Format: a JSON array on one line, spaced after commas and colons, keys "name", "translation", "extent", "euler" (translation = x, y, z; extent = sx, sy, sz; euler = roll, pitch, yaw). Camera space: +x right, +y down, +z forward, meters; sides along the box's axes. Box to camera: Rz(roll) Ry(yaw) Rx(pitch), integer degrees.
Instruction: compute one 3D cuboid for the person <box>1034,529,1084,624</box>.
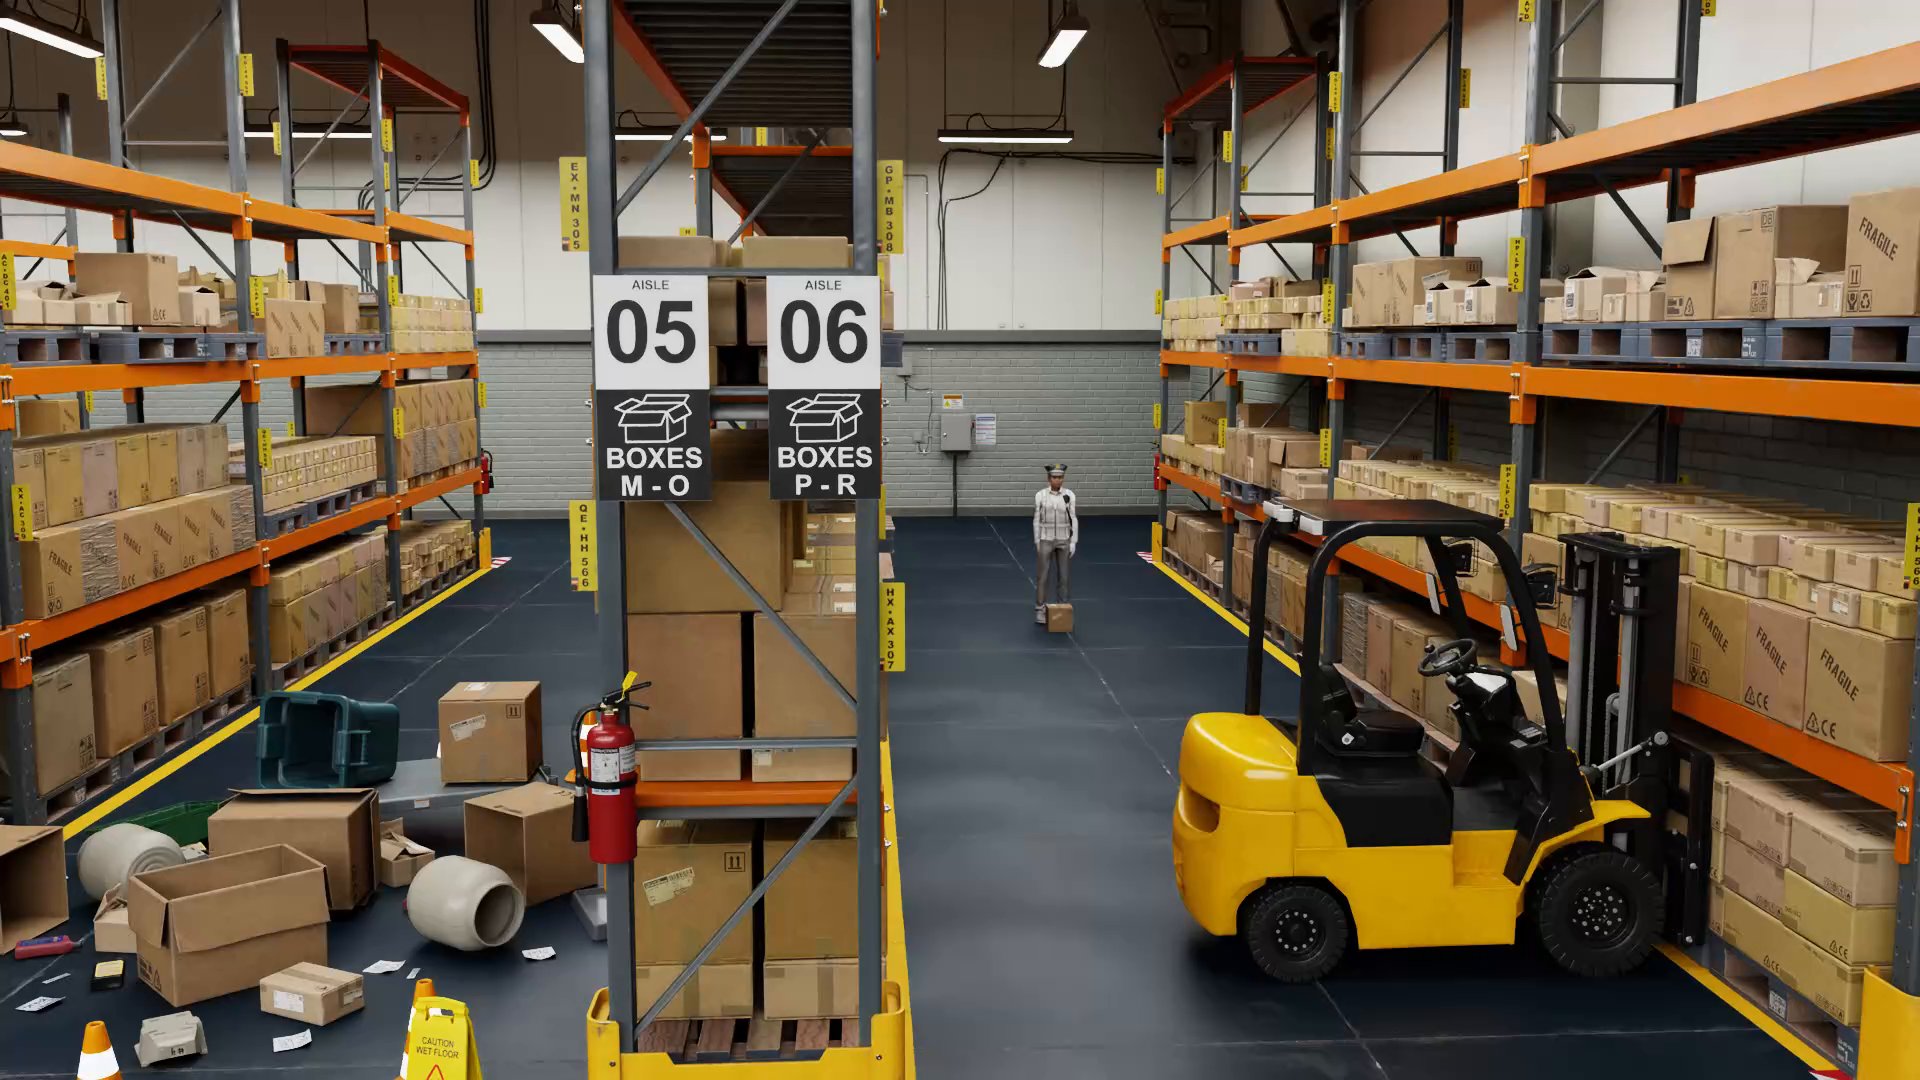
[{"name": "person", "translation": [1.027, 0.372, 17.353], "extent": [0.500, 1.028, 0.837], "euler": [0, 7, -4]}]
